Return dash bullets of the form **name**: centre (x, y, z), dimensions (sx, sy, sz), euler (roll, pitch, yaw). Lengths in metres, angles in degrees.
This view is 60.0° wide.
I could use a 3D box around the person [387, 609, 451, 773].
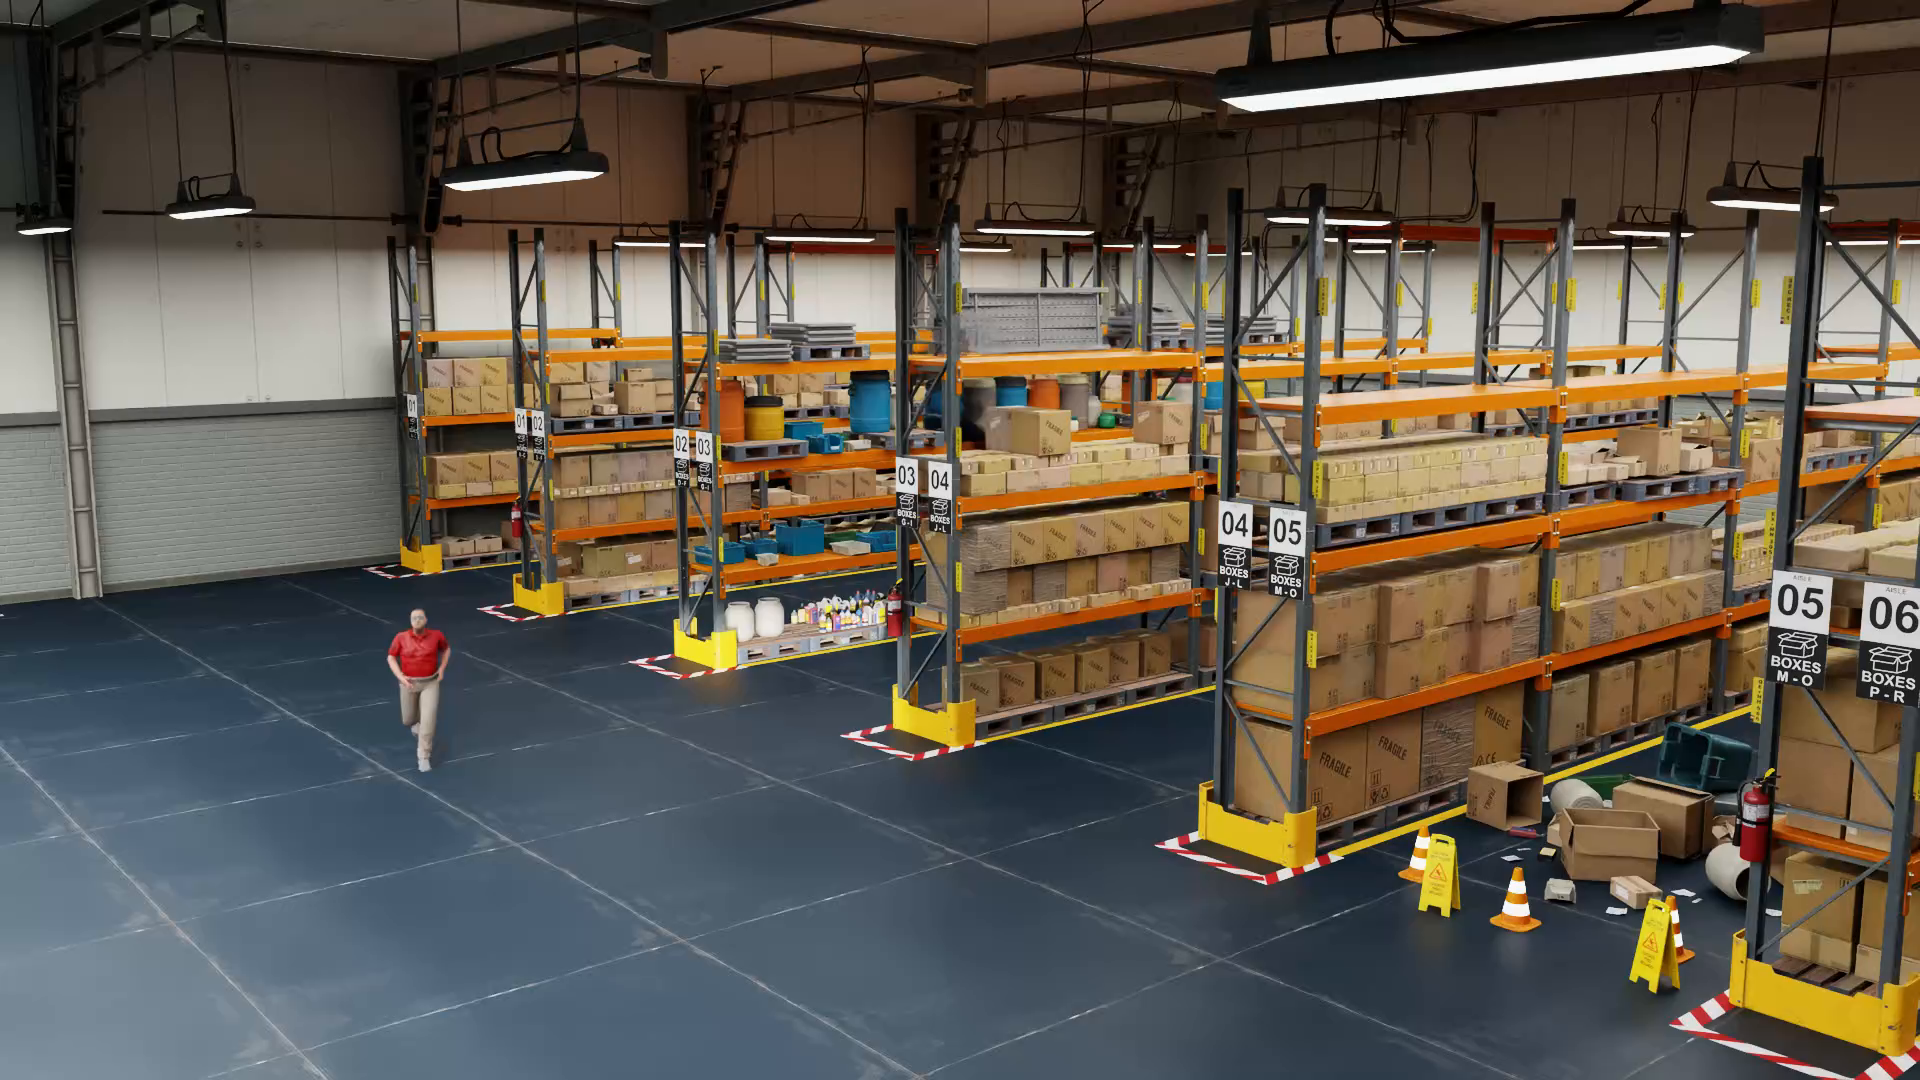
- **person**: centre (-5.877, 1.591, 18.098), dimensions (0.642, 1.716, 1.024), euler (-2, 9, -11)
